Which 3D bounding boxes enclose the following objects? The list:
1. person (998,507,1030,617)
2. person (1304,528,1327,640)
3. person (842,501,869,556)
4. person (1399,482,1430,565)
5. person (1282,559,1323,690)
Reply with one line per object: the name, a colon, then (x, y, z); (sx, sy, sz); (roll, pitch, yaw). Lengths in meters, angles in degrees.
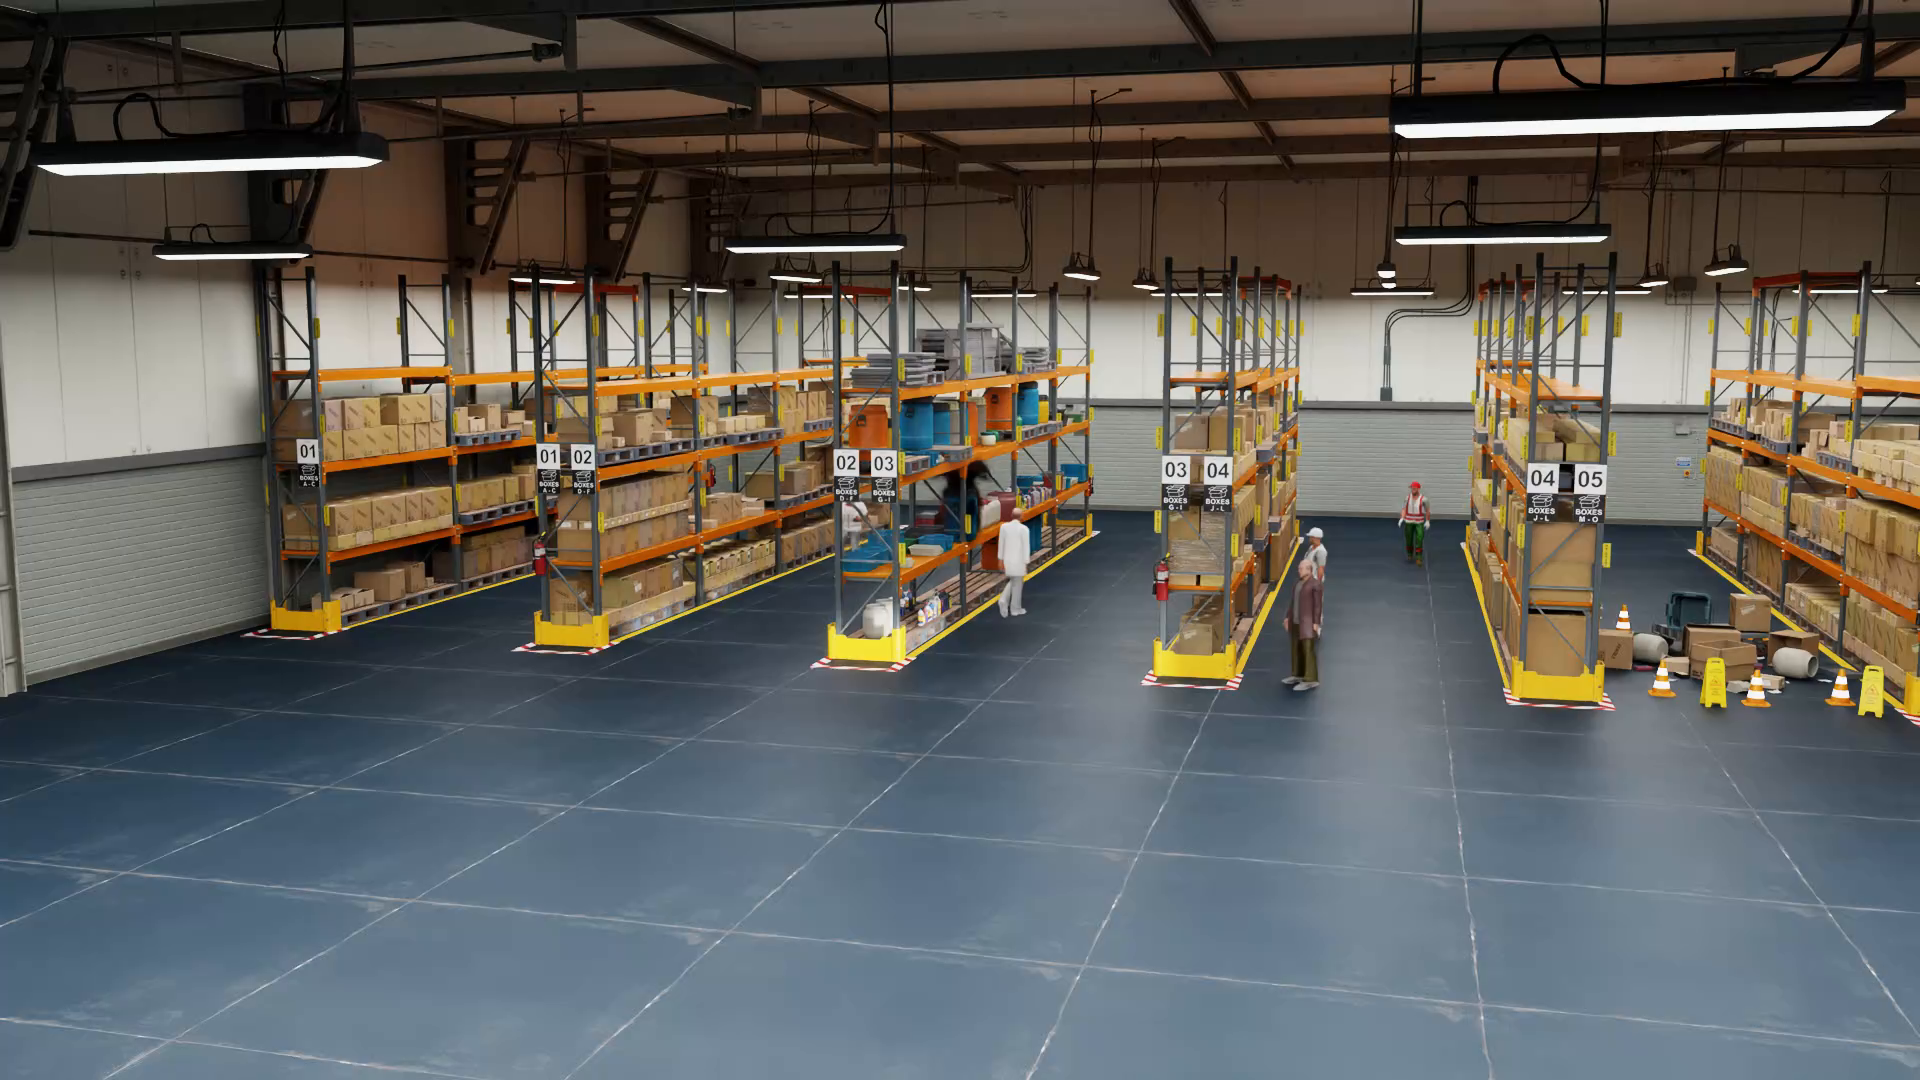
person: (0.903, 0.375, 27.278); (0.544, 1.824, 0.584); (-7, 10, -42)
person: (5.745, 0.690, 26.991); (0.484, 1.790, 0.622); (-2, 8, -16)
person: (-2.186, -0.202, 33.164); (0.735, 1.719, 0.853); (2, 8, 18)
person: (9.675, -0.371, 35.415); (0.651, 1.742, 0.975); (2, 7, 13)
person: (4.778, 1.176, 23.385); (0.466, 1.807, 0.619); (-5, 9, -33)
